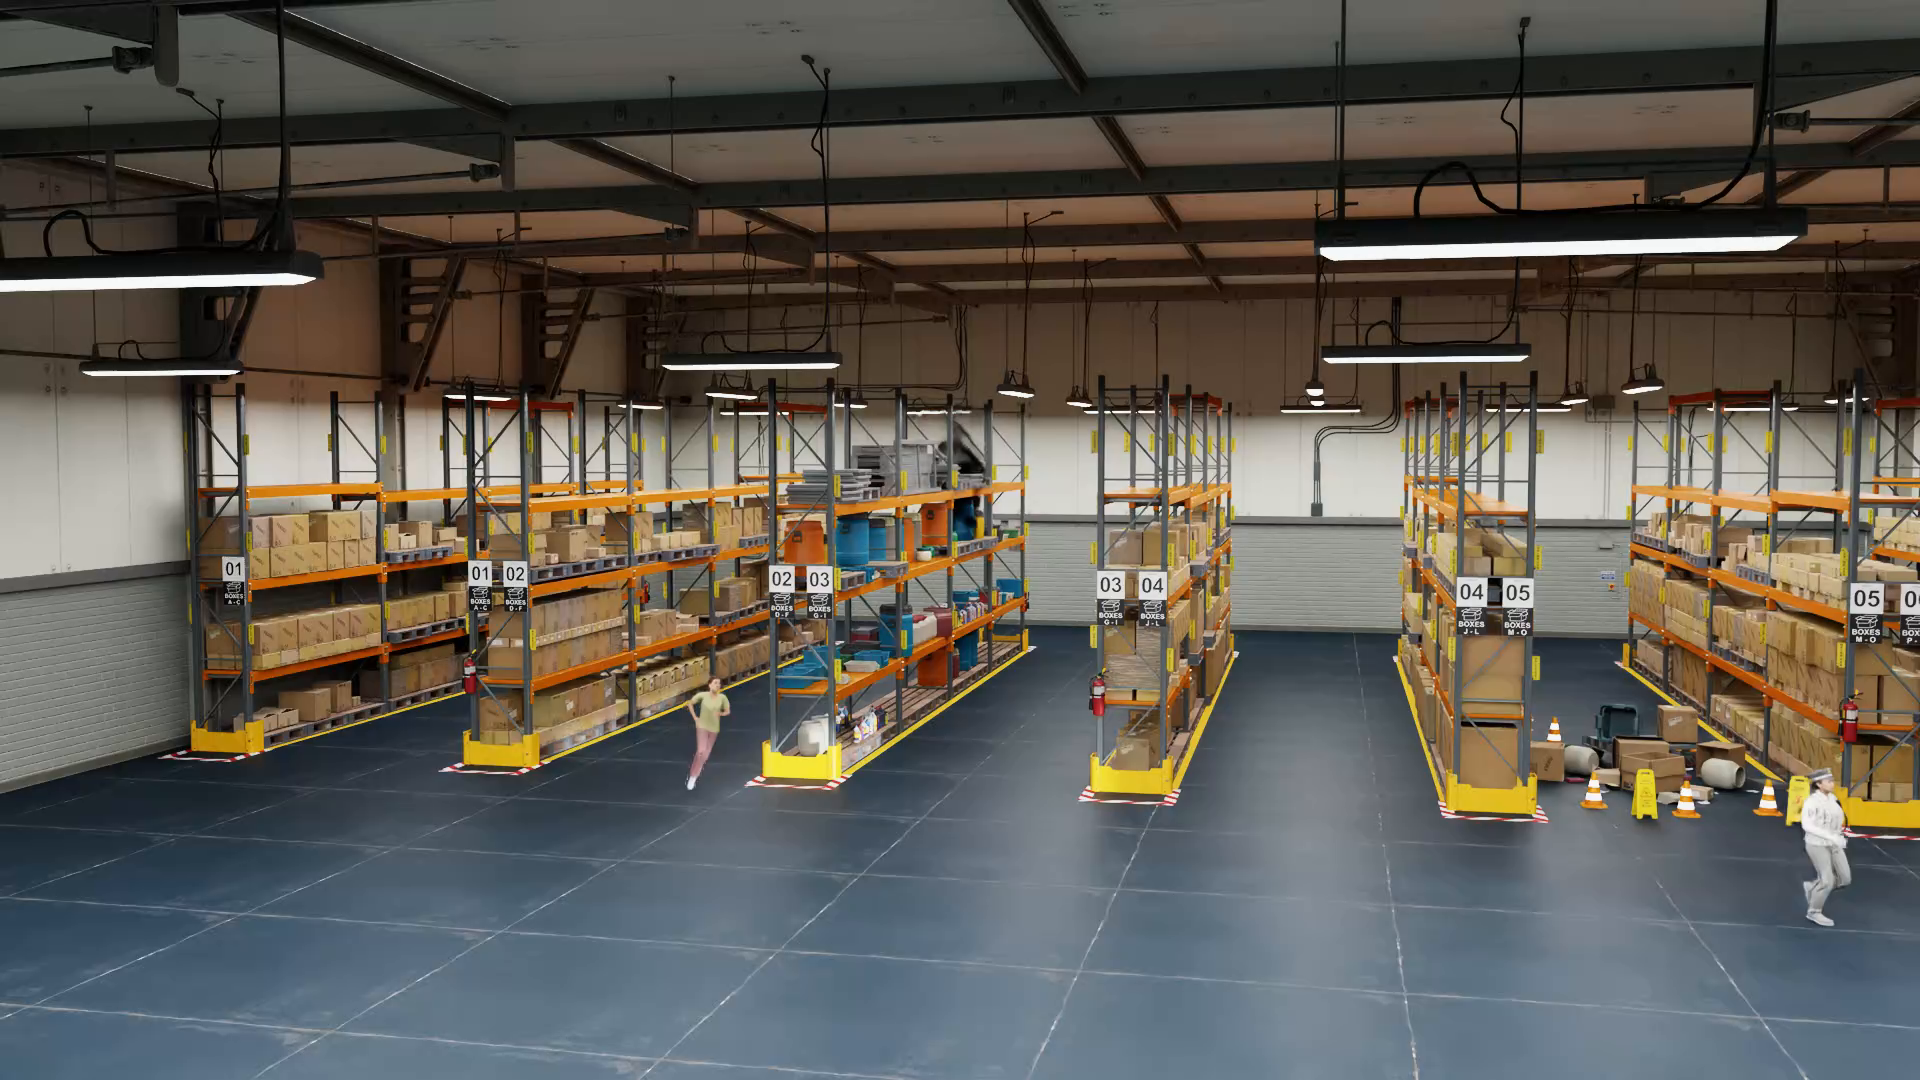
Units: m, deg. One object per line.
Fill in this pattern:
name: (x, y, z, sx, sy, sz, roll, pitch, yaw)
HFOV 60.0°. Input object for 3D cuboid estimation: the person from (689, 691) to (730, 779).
person: (-3.690, 2.871, 24.440, 0.628, 1.306, 0.642, -1, 4, -24)

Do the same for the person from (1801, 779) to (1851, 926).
person: (9.023, 3.213, 17.344, 0.567, 1.611, 0.524, -2, 4, -30)
